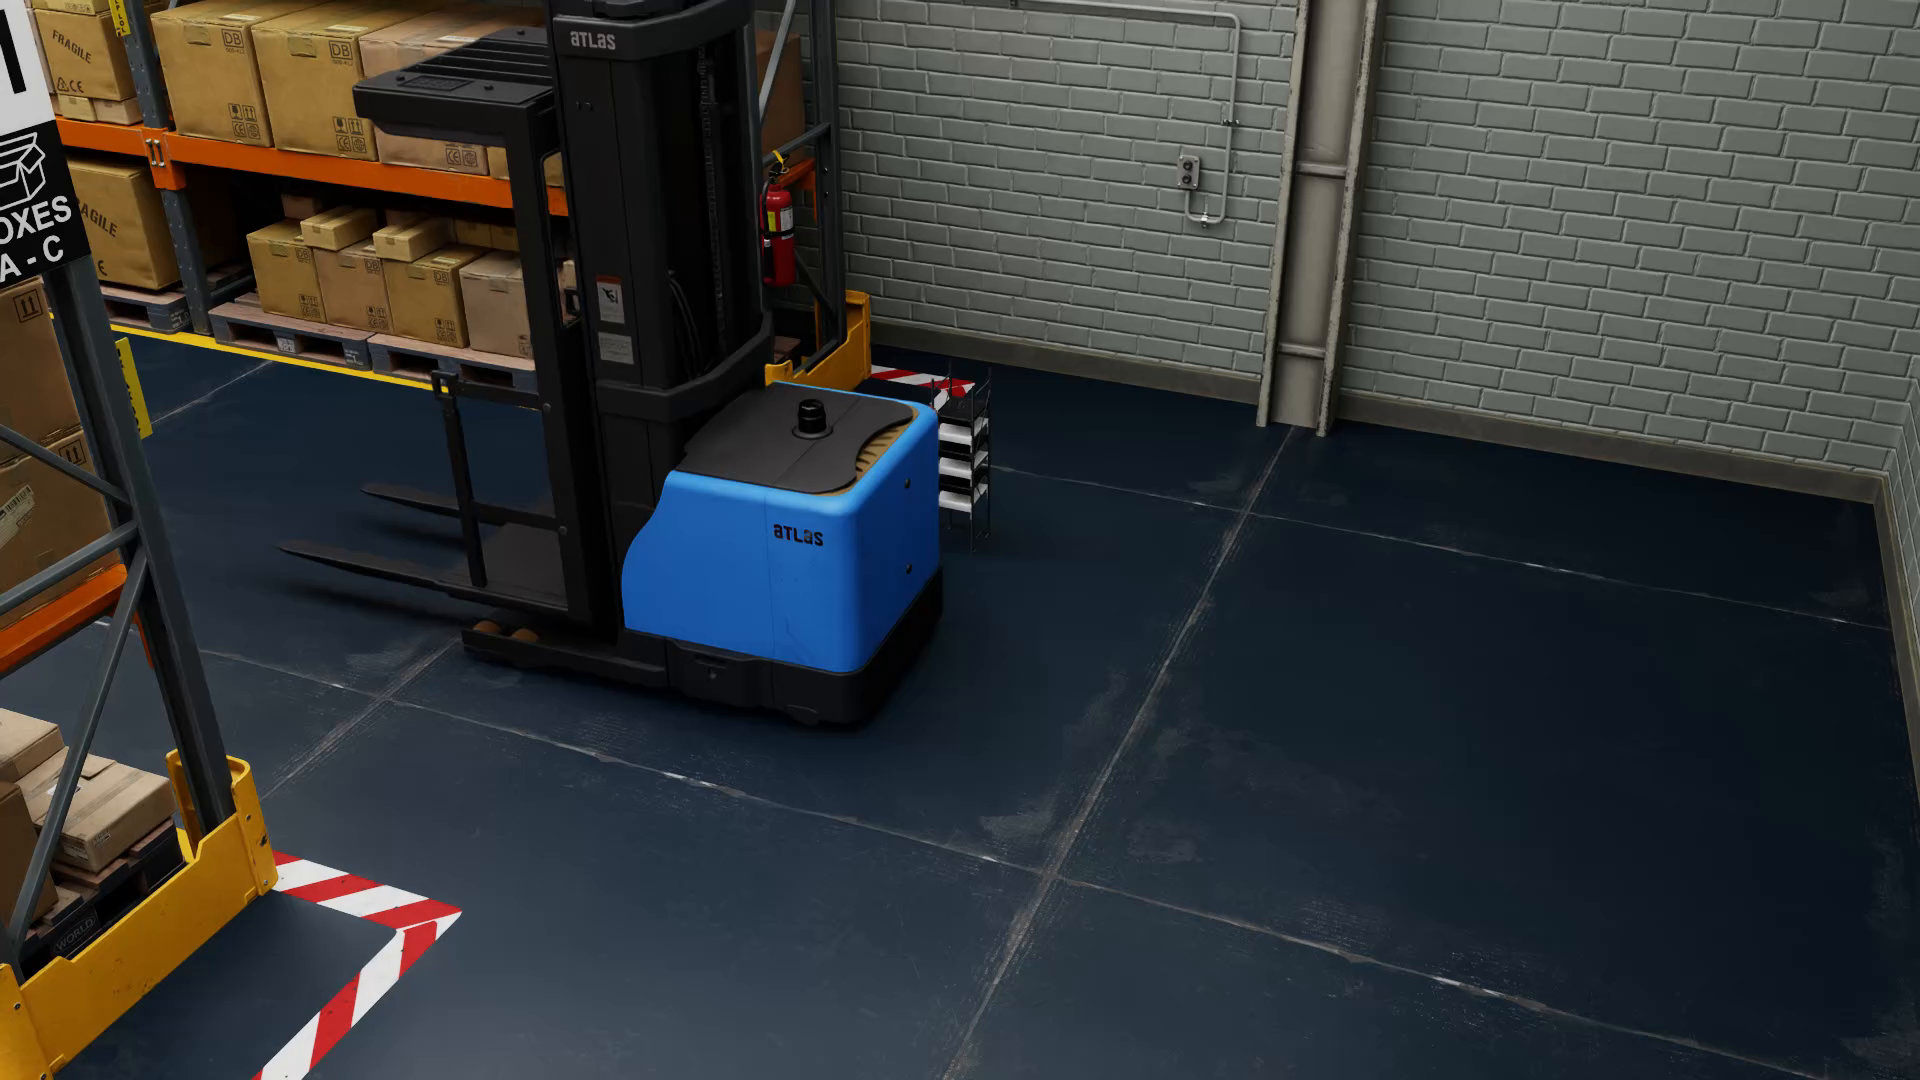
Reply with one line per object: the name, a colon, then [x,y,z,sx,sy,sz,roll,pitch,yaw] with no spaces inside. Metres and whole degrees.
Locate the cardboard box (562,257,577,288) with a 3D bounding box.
cardboard box: [-2.025,-1.540,9.381,0.250,0.149,0.380,12,32,20]

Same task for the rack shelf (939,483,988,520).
rack shelf: [0.008,-0.205,8.131,0.200,0.077,0.258,11,31,19]

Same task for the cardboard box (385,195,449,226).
cardboard box: [-3.292,-1.996,10.187,0.250,0.149,0.380,10,31,18]

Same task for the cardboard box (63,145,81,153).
cardboard box: [-6.096,-2.303,11.034,0.750,0.750,0.750,12,32,21]

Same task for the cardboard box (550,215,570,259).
cardboard box: [-2.346,-1.807,9.853,0.250,0.149,0.380,12,32,20]

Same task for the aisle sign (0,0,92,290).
aisle sign: [-2.599,-1.085,4.480,0.004,0.787,0.394,11,31,19]

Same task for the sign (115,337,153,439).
sign: [-2.569,-0.457,5.130,0.005,0.325,0.100,11,31,19]

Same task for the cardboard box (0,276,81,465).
cardboard box: [-3.085,-0.513,4.992,0.500,0.500,0.500,12,32,21]

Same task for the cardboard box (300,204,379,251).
cardboard box: [-3.717,-1.877,9.977,0.250,0.149,0.380,12,32,21]

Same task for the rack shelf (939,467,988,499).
rack shelf: [0.008,-0.283,8.087,0.200,0.077,0.258,11,31,19]

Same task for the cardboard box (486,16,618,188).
cardboard box: [-2.068,-2.442,9.216,0.700,0.700,0.980,11,31,19]

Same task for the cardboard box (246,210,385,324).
cardboard box: [-3.966,-1.741,10.396,0.500,0.500,0.700,12,32,20]

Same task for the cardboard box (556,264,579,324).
cardboard box: [-2.064,-1.363,9.726,0.500,0.500,0.700,11,31,19]

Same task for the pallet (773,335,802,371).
pallet: [-1.684,-0.990,9.787,1.213,0.211,1.003,11,31,19]

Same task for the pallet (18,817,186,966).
pallet: [-3.582,1.221,5.876,1.213,0.211,1.003,11,31,19]

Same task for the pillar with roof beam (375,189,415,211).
pillar with roof beam: [-5.265,-3.745,5.731,0.400,9.000,9.100,11,31,19]

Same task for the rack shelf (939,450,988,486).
rack shelf: [0.008,-0.361,8.042,0.200,0.077,0.258,11,31,19]

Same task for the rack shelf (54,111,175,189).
rack shelf: [-6.473,-2.889,11.043,4.000,0.370,1.077,11,31,19]

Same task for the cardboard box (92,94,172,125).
cardboard box: [-5.040,-2.665,10.151,0.250,0.149,0.380,12,31,20]

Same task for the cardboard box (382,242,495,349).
cardboard box: [-3.027,-1.551,10.059,0.500,0.500,0.700,12,32,20]

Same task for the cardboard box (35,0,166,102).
cardboard box: [-5.143,-2.984,10.057,0.500,0.500,0.500,11,31,18]

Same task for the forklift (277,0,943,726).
forklift: [-1.650,-0.949,6.950,3.031,2.935,1.130,10,31,18]

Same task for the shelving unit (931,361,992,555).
shelving unit: [0.008,-0.390,8.026,0.210,0.900,0.258,11,31,19]

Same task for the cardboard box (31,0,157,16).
cardboard box: [-5.149,-3.310,9.871,0.500,0.250,0.500,12,32,20]

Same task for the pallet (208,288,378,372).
pallet: [-3.945,-1.441,10.586,1.213,0.211,1.003,11,31,19]

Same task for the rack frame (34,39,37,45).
rack frame: [-2.773,-2.444,3.429,0.127,3.000,1.000,11,31,19]

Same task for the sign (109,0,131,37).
sign: [-4.815,-3.052,9.505,0.005,0.325,0.100,11,31,19]

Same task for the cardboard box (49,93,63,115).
cardboard box: [-5.506,-2.769,10.335,0.250,0.149,0.380,12,32,21]

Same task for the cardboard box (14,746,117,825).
cardboard box: [-3.263,0.929,5.990,0.250,0.166,0.380,11,31,19]

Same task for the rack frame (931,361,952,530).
rack frame: [-0.087,-0.409,8.059,0.006,0.900,0.240,11,31,19]

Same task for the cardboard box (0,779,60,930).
cardboard box: [-3.369,1.076,5.391,0.500,0.500,0.500,11,31,19]

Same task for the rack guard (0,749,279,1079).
rack guard: [-2.843,1.242,5.545,0.348,0.500,1.175,11,31,19]

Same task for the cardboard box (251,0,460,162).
cardboard box: [-3.449,-2.717,9.704,0.700,0.700,0.980,10,31,18]

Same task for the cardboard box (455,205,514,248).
cardboard box: [-2.819,-1.901,10.020,0.250,0.149,0.380,11,31,18]

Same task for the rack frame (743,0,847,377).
rack frame: [-0.914,-2.092,8.902,0.127,3.000,1.000,11,31,19]
